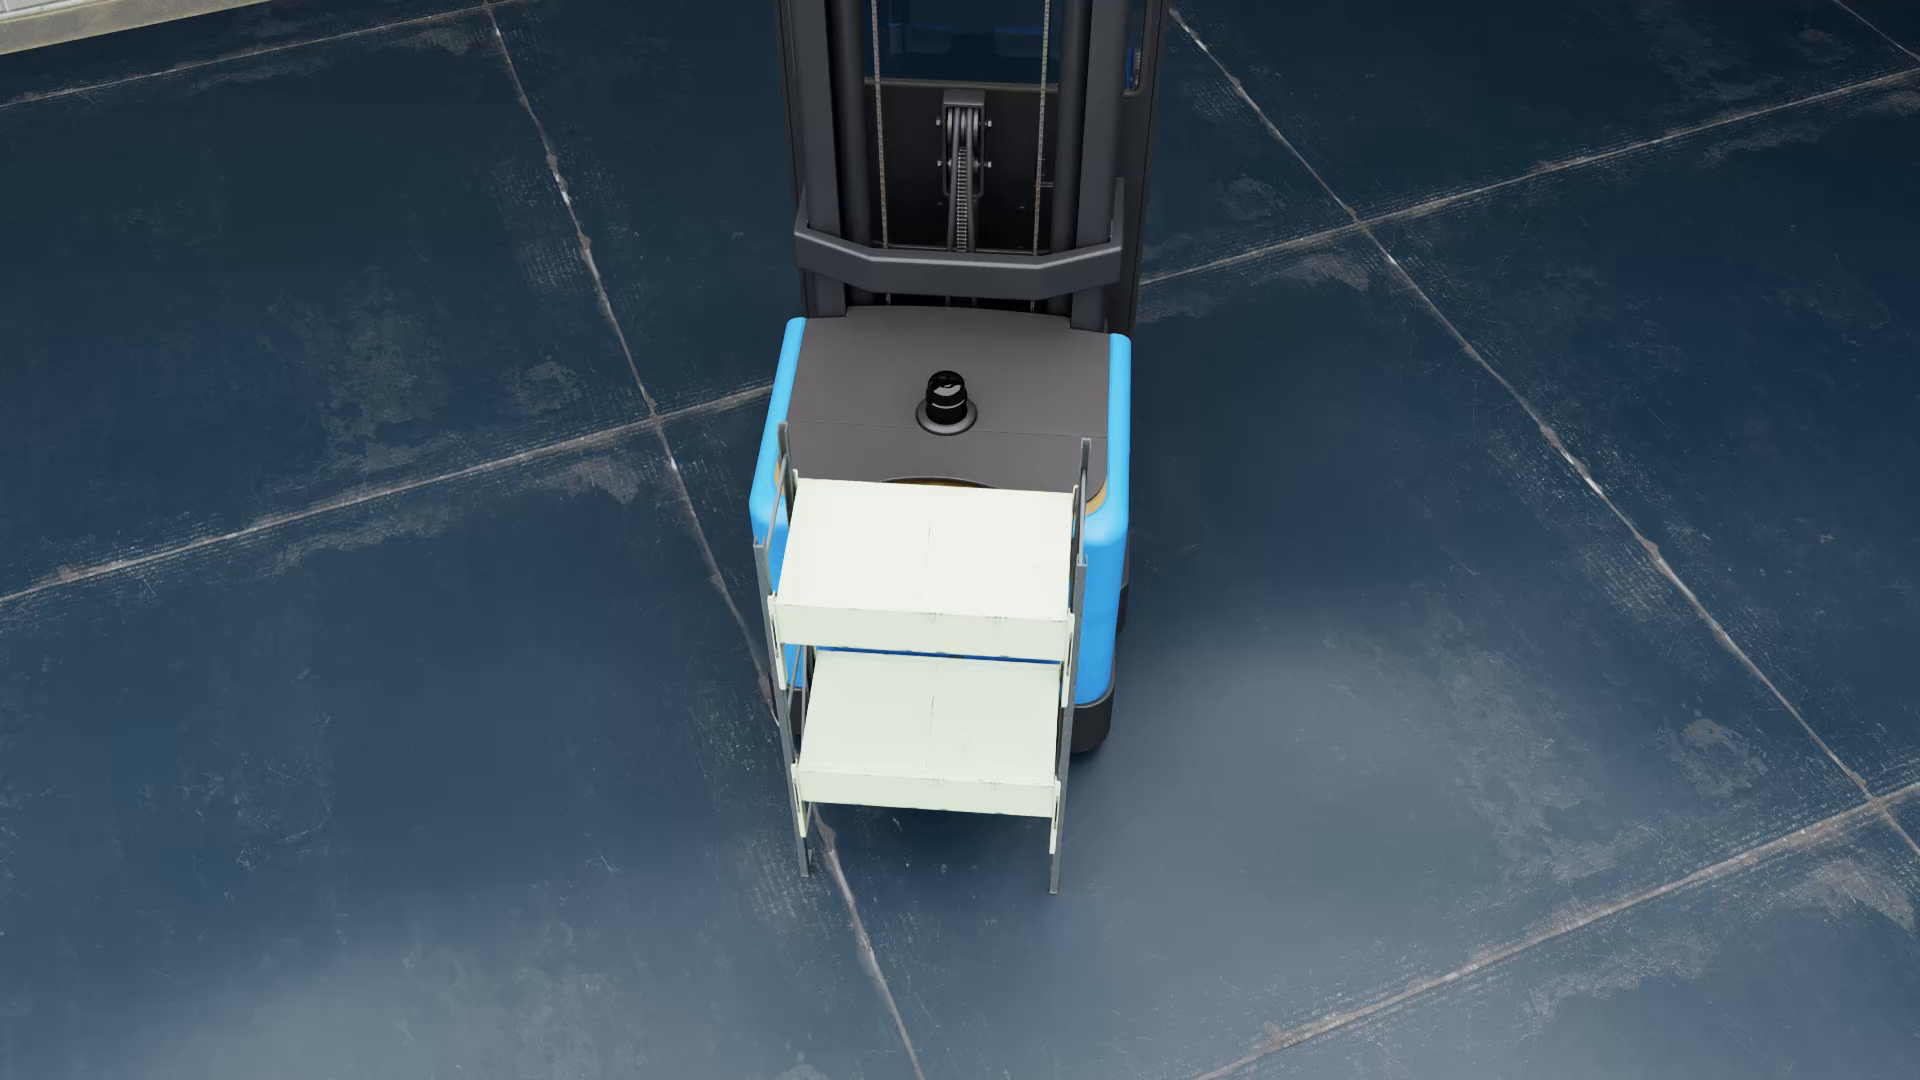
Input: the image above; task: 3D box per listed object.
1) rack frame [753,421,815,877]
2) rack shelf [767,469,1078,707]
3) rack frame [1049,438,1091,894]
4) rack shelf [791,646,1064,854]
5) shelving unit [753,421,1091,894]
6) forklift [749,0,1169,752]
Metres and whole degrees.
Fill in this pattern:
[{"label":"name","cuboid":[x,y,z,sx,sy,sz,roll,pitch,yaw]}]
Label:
[{"label":"rack frame","cuboid":[-0.442,0.353,4.458,0.023,1.500,0.400,3,49,3]},{"label":"rack shelf","cuboid":[-0.077,0.120,4.144,0.720,0.370,0.431,3,49,3]},{"label":"rack frame","cuboid":[0.288,0.395,4.422,0.023,1.500,0.400,3,49,3]},{"label":"rack shelf","cuboid":[-0.077,0.587,4.687,0.720,0.370,0.431,3,49,3]},{"label":"shelving unit","cuboid":[-0.077,0.374,4.440,0.755,1.500,0.431,3,49,3]},{"label":"forklift","cuboid":[0.047,-1.426,5.043,1.130,2.935,3.031,3,49,3]}]
